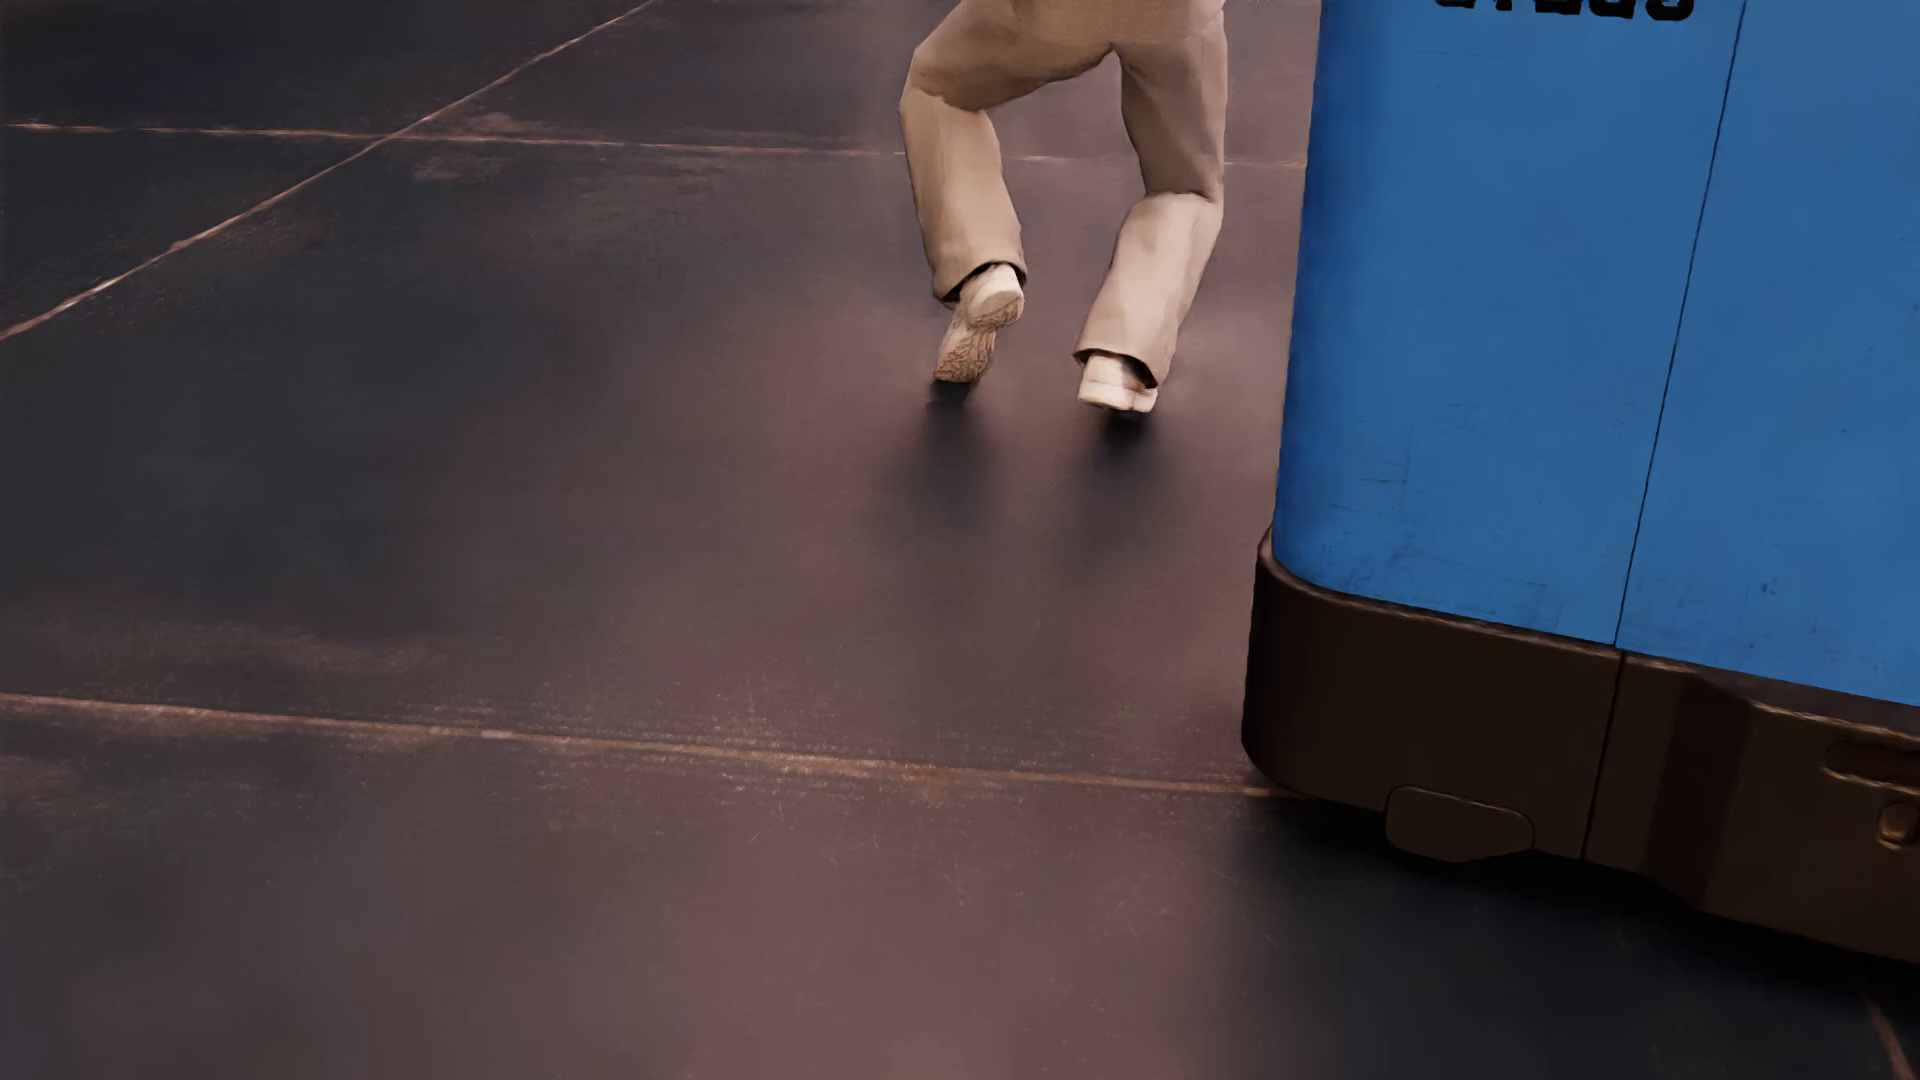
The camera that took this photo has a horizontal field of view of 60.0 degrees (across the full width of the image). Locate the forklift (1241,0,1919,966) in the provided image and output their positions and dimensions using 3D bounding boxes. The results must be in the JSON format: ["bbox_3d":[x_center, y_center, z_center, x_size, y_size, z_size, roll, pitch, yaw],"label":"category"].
[{"bbox_3d":[1.880,-0.927,1.074,3.031,2.935,1.130,11,29,22],"label":"forklift"}]

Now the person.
[{"bbox_3d":[0.068,-0.948,2.667,0.923,1.565,0.764,2,27,4],"label":"person"}]
